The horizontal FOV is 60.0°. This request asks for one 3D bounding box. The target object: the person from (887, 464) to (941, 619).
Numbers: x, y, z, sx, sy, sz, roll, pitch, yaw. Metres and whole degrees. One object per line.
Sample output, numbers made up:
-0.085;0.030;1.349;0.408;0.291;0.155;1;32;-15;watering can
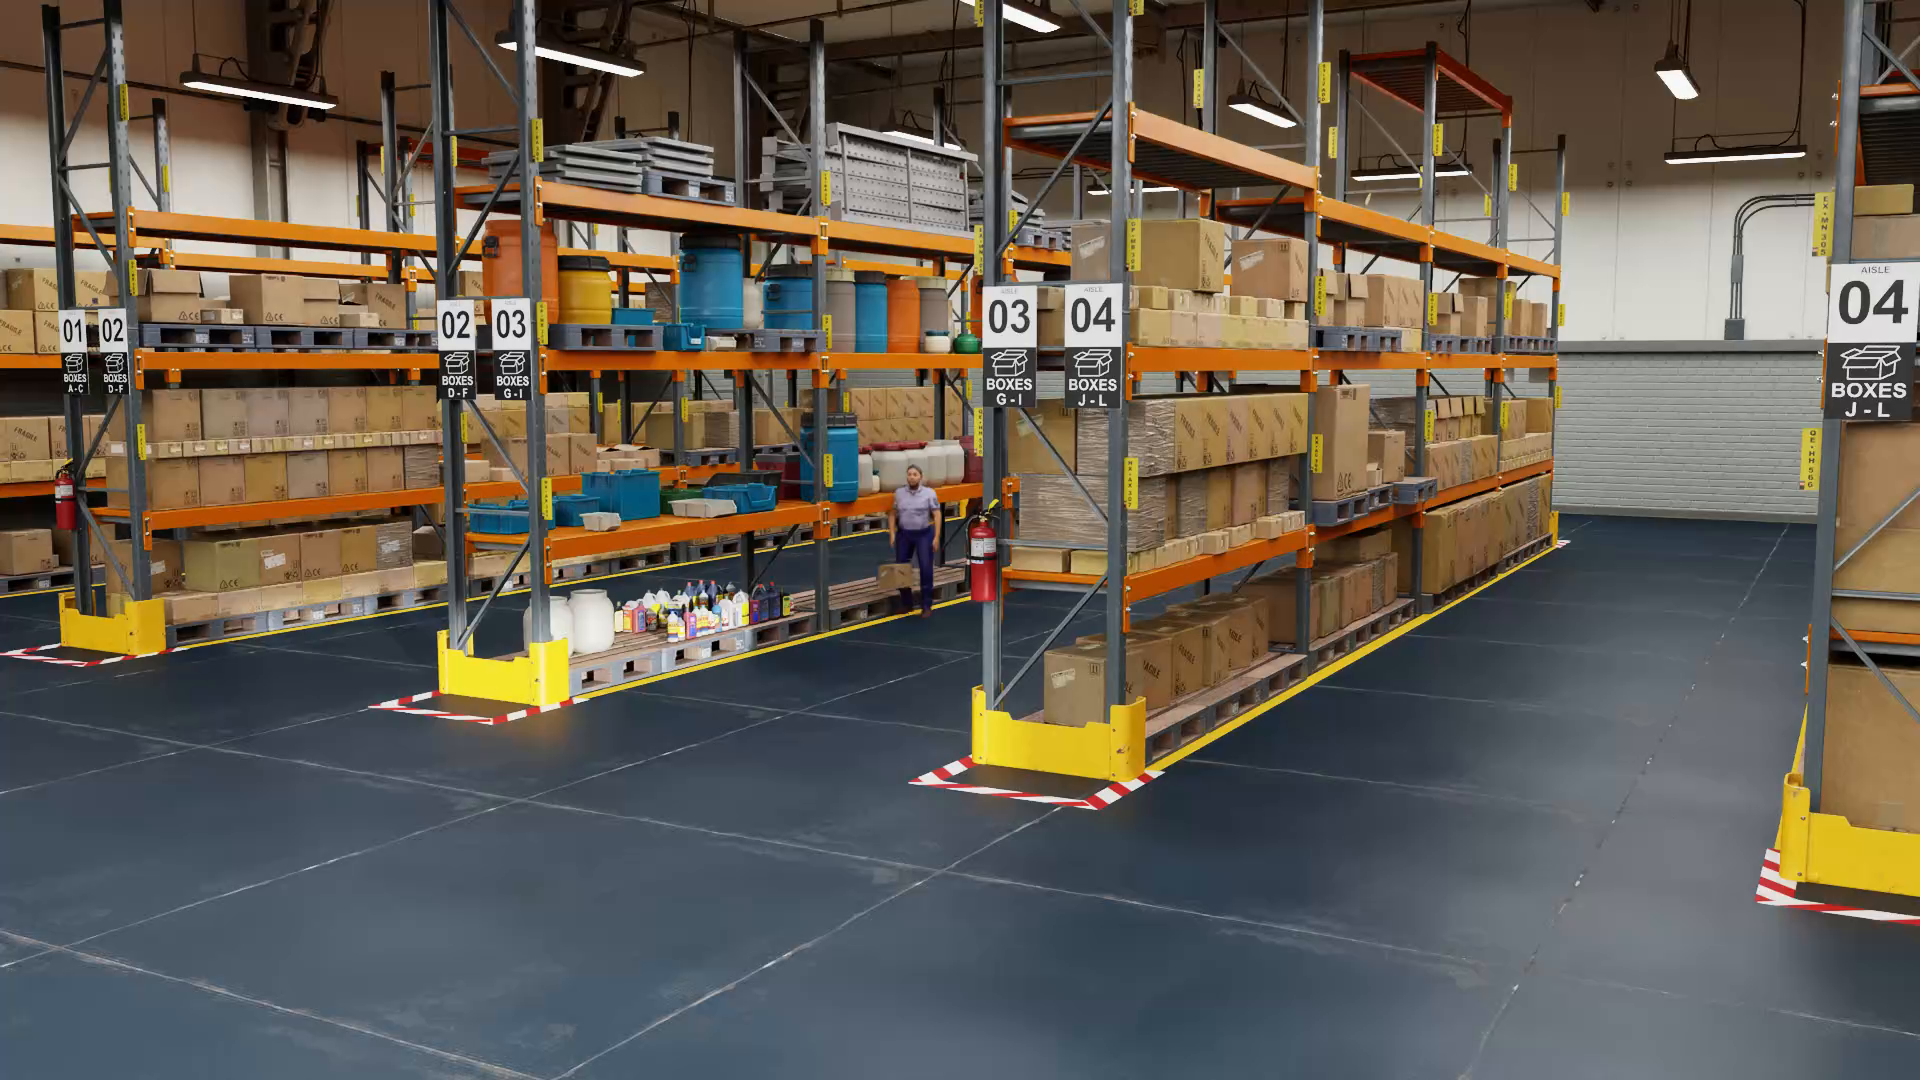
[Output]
-0.491;0.003;17.716;0.570;1.625;0.501;1;6;13;person
